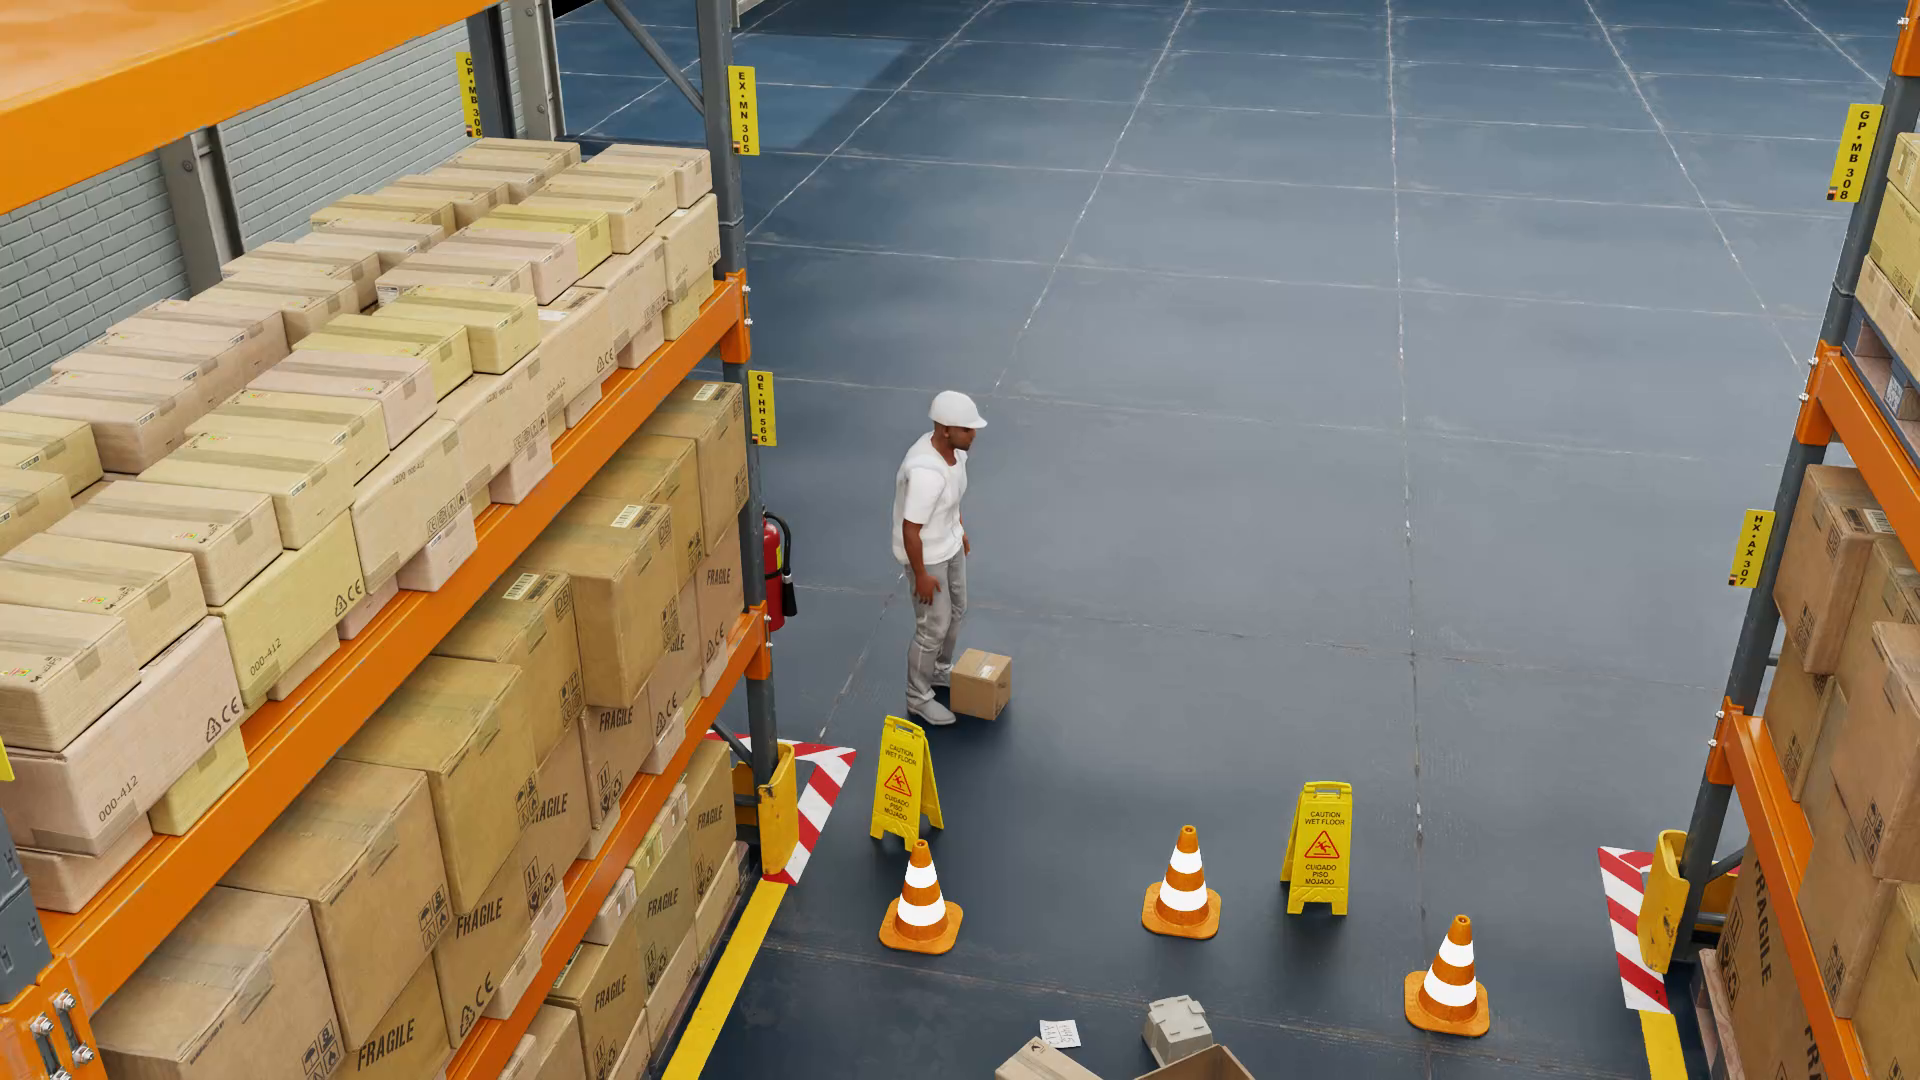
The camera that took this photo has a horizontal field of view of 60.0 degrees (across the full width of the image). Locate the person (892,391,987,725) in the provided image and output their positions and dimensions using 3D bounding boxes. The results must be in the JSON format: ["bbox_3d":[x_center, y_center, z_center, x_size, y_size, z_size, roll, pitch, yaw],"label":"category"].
[{"bbox_3d":[-0.100,0.058,8.496,0.460,1.759,0.629,10,30,18],"label":"person"}]
